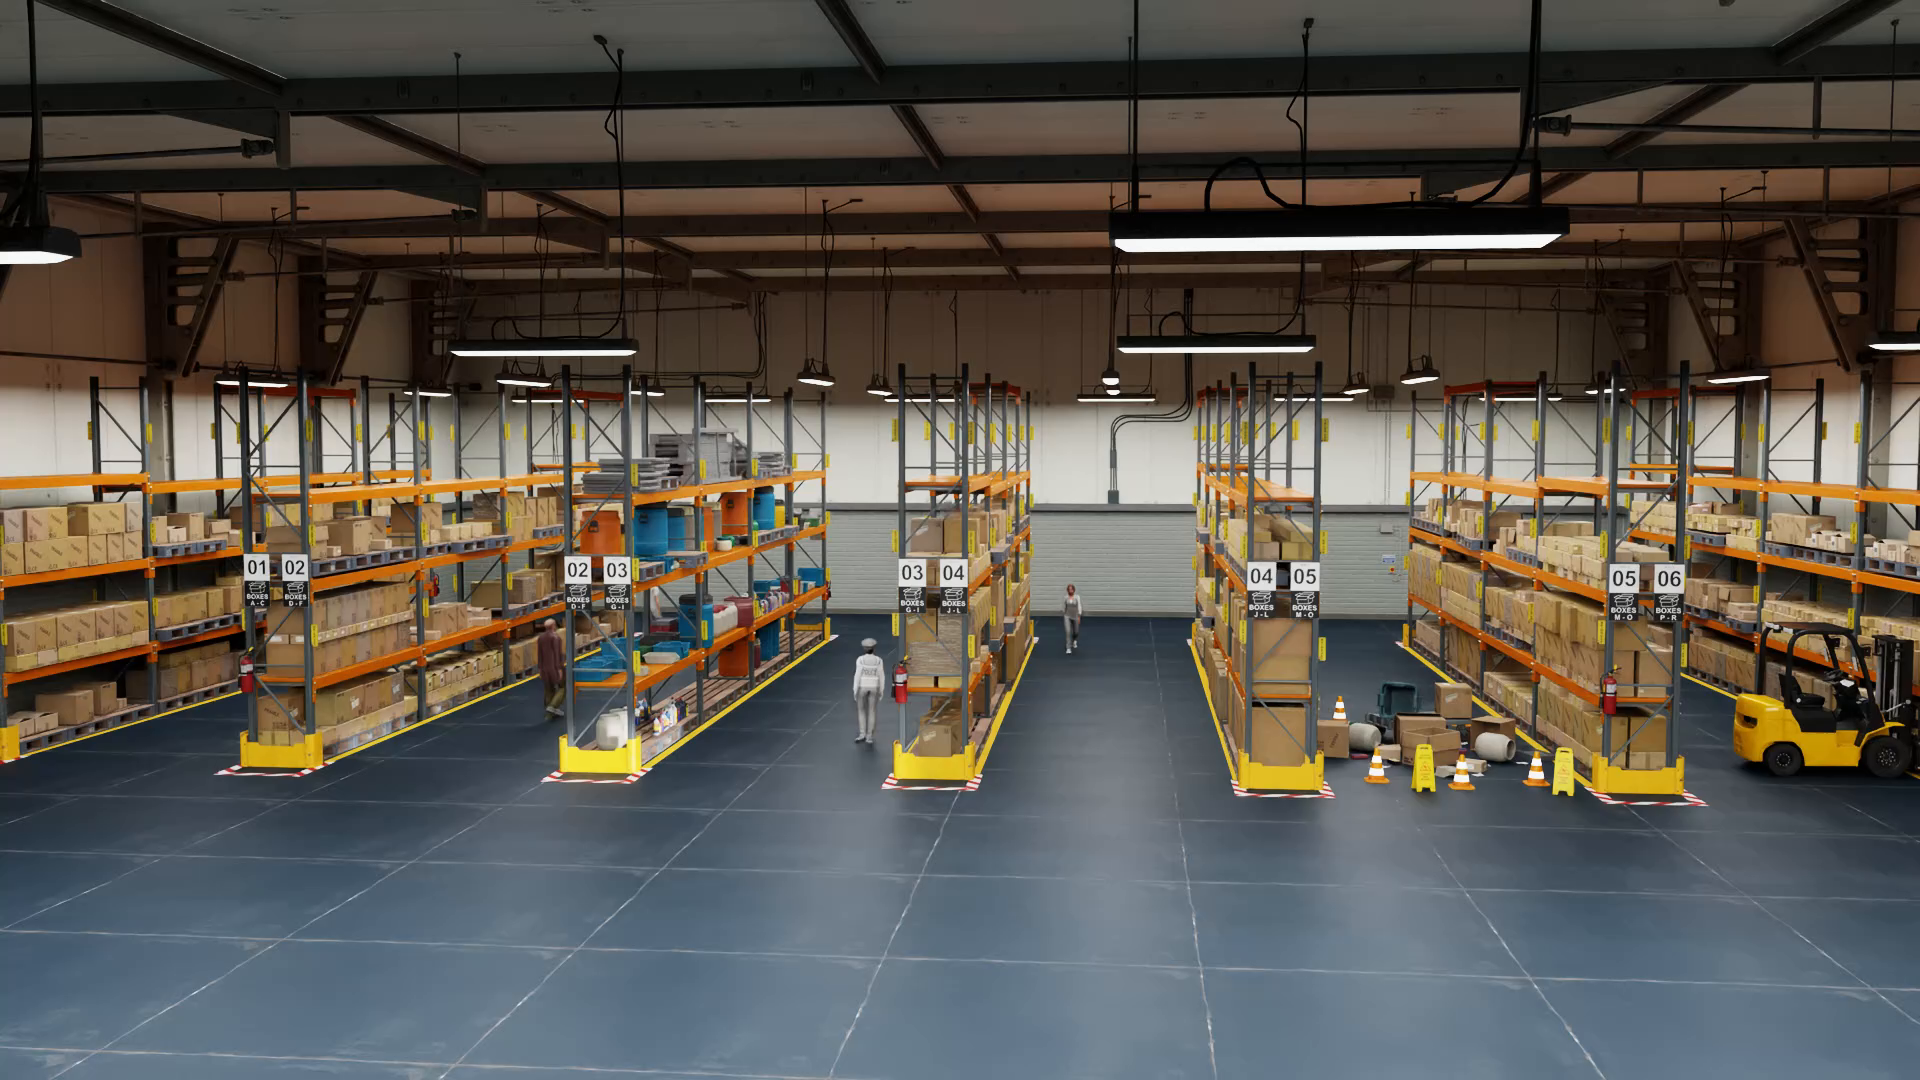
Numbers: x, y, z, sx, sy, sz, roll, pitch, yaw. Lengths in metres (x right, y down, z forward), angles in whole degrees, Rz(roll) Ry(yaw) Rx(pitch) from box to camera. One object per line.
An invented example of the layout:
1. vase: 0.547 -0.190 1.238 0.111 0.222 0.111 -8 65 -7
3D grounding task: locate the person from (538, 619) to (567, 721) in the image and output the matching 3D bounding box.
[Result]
1. person: -7.108 2.258 28.888 0.626 1.769 0.571 1 4 17

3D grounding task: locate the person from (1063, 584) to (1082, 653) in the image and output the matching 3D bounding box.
1. person: 2.562 1.781 37.927 0.421 1.548 0.768 0 4 4

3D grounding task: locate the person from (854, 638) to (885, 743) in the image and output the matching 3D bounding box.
1. person: -1.467 2.458 26.913 0.518 1.733 0.592 0 4 -6

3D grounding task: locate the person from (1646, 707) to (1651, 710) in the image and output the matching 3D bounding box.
1. person: 11.608 2.408 28.400 0.514 1.554 0.701 0 4 -4

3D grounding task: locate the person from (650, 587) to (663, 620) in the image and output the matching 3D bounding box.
1. person: -7.287 1.654 39.203 0.483 1.673 0.472 2 4 31
